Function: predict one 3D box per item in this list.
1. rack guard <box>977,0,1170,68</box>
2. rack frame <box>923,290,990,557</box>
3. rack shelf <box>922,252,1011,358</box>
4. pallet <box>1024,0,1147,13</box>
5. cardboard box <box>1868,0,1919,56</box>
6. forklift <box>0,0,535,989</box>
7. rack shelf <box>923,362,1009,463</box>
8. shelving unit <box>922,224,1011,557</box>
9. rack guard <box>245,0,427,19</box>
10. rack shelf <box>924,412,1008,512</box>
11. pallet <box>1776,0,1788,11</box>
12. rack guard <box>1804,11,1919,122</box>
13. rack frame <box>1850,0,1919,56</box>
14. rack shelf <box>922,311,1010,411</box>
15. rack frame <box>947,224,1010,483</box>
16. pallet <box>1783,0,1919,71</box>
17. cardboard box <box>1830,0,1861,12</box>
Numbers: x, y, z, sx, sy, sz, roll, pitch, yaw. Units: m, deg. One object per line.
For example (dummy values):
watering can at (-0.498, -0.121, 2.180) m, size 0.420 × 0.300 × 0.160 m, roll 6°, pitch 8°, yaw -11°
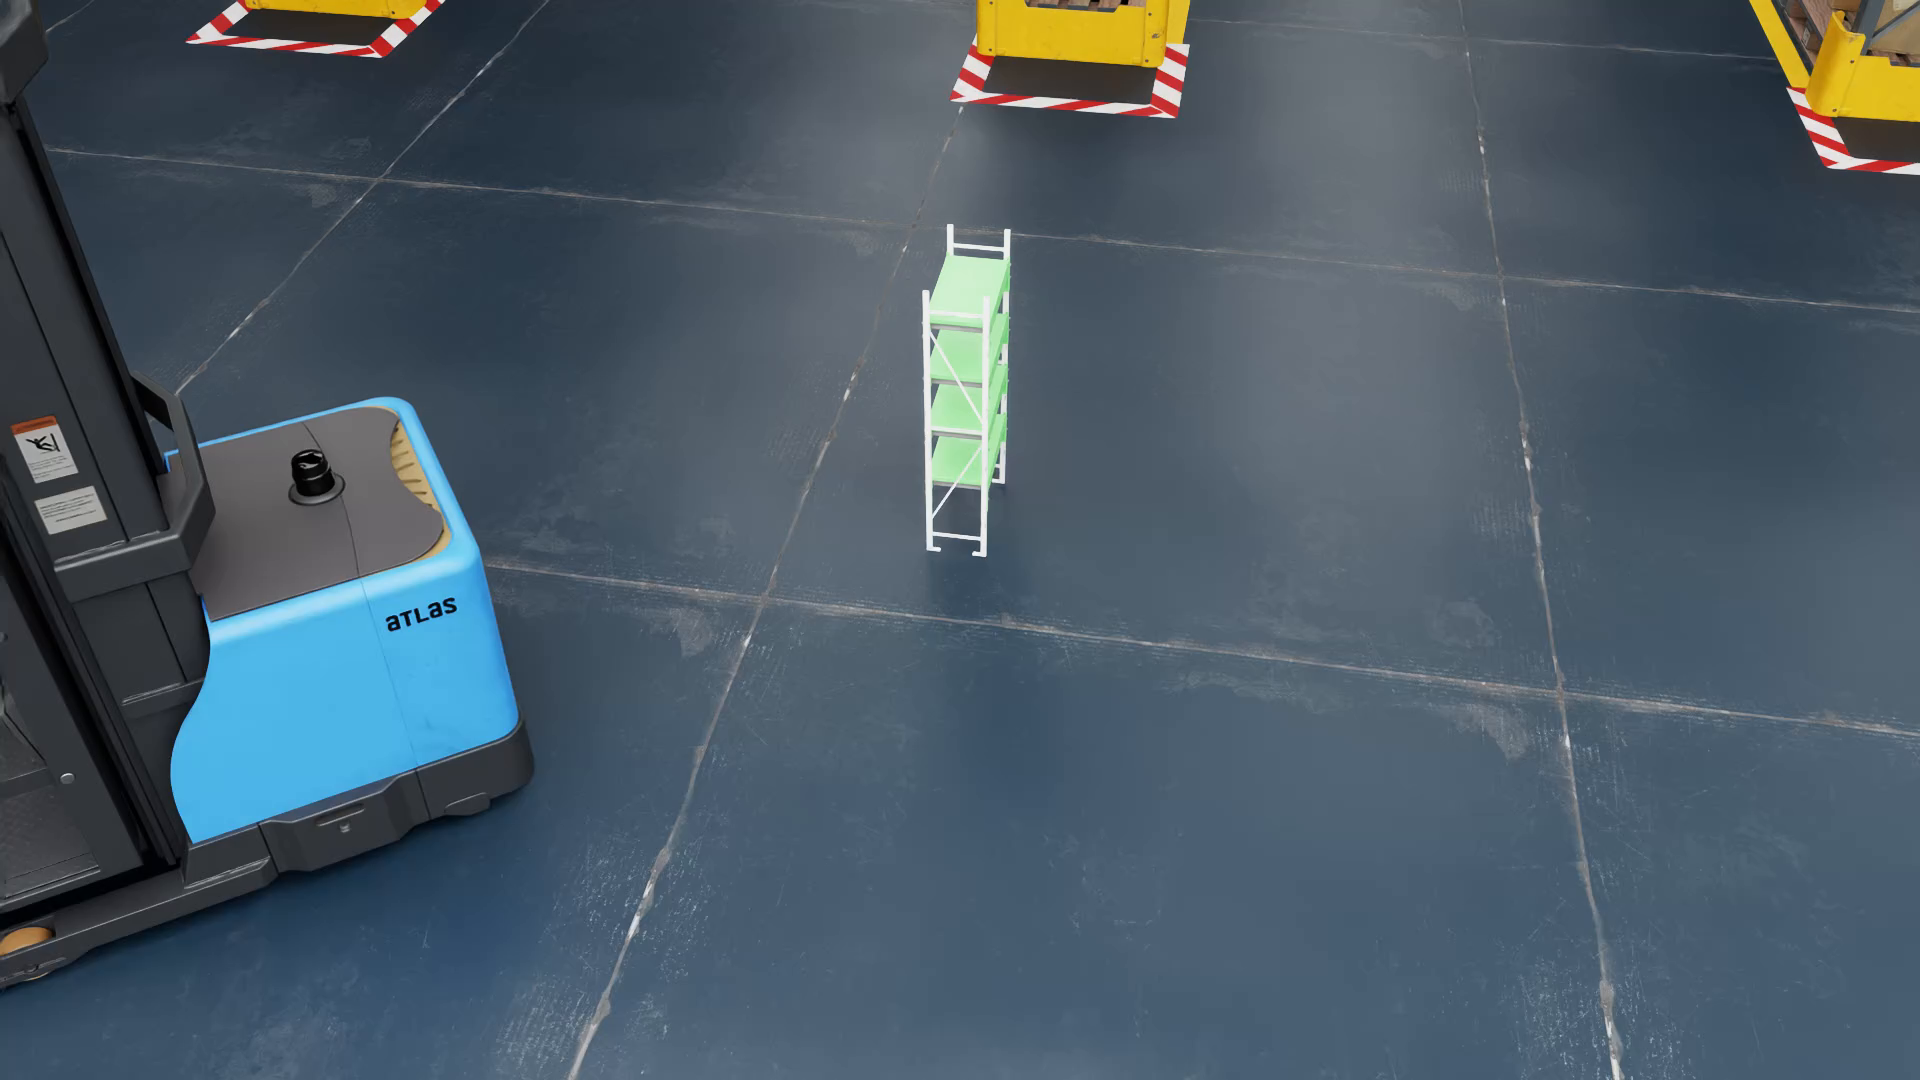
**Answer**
rack guard at (0.701, -3.281, 10.326) m, size 1.175 × 0.500 × 0.348 m, roll 6°, pitch 40°, yaw 8°
rack frame at (-0.014, -0.413, 6.308) m, size 0.240 × 1.200 × 0.015 m, roll 6°, pitch 40°, yaw 8°
rack shelf at (0.029, -0.887, 6.228) m, size 0.258 × 0.148 × 0.480 m, roll 6°, pitch 40°, yaw 8°
pallet at (0.847, -3.679, 11.034) m, size 1.003 × 0.211 × 1.213 m, roll 6°, pitch 40°, yaw 8°
cardboard box at (5.737, -3.234, 9.940) m, size 0.500 × 0.500 × 0.500 m, roll 14°, pitch 41°, yaw 16°
forklift at (-3.004, -0.107, 4.580) m, size 3.031 × 2.935 × 1.130 m, roll -18°, pitch 43°, yaw -21°
rack shelf at (0.029, -0.517, 6.534) m, size 0.258 × 0.148 × 0.480 m, roll 6°, pitch 40°, yaw 8°
shelving unit at (0.029, -0.566, 6.493) m, size 0.258 × 1.200 × 0.503 m, roll 6°, pitch 40°, yaw 8°
rack guard at (-4.148, -3.762, 10.907) m, size 1.175 × 0.500 × 0.348 m, roll 6°, pitch 40°, yaw 8°
rack shelf at (0.029, -0.332, 6.687) m, size 0.258 × 0.148 × 0.480 m, roll 6°, pitch 40°, yaw 8°
pallet at (6.015, -3.888, 11.287) m, size 1.003 × 0.211 × 1.213 m, roll 6°, pitch 40°, yaw 8°
rack guard at (5.626, -2.730, 9.659) m, size 1.175 × 0.500 × 0.348 m, roll 6°, pitch 40°, yaw 8°
rack frame at (5.613, -3.645, 8.805) m, size 1.000 × 3.000 × 0.127 m, roll 6°, pitch 40°, yaw 8°
rack shelf at (0.029, -0.702, 6.381) m, size 0.258 × 0.148 × 0.480 m, roll 6°, pitch 40°, yaw 8°
rack frame at (0.071, -0.719, 6.679) m, size 0.240 × 1.200 × 0.015 m, roll 6°, pitch 40°, yaw 8°
pallet at (5.801, -3.124, 10.363) m, size 1.003 × 0.211 × 1.213 m, roll 6°, pitch 40°, yaw 8°
cardboard box at (5.807, -3.613, 10.398) m, size 0.500 × 0.500 × 0.500 m, roll 17°, pitch 42°, yaw 19°
